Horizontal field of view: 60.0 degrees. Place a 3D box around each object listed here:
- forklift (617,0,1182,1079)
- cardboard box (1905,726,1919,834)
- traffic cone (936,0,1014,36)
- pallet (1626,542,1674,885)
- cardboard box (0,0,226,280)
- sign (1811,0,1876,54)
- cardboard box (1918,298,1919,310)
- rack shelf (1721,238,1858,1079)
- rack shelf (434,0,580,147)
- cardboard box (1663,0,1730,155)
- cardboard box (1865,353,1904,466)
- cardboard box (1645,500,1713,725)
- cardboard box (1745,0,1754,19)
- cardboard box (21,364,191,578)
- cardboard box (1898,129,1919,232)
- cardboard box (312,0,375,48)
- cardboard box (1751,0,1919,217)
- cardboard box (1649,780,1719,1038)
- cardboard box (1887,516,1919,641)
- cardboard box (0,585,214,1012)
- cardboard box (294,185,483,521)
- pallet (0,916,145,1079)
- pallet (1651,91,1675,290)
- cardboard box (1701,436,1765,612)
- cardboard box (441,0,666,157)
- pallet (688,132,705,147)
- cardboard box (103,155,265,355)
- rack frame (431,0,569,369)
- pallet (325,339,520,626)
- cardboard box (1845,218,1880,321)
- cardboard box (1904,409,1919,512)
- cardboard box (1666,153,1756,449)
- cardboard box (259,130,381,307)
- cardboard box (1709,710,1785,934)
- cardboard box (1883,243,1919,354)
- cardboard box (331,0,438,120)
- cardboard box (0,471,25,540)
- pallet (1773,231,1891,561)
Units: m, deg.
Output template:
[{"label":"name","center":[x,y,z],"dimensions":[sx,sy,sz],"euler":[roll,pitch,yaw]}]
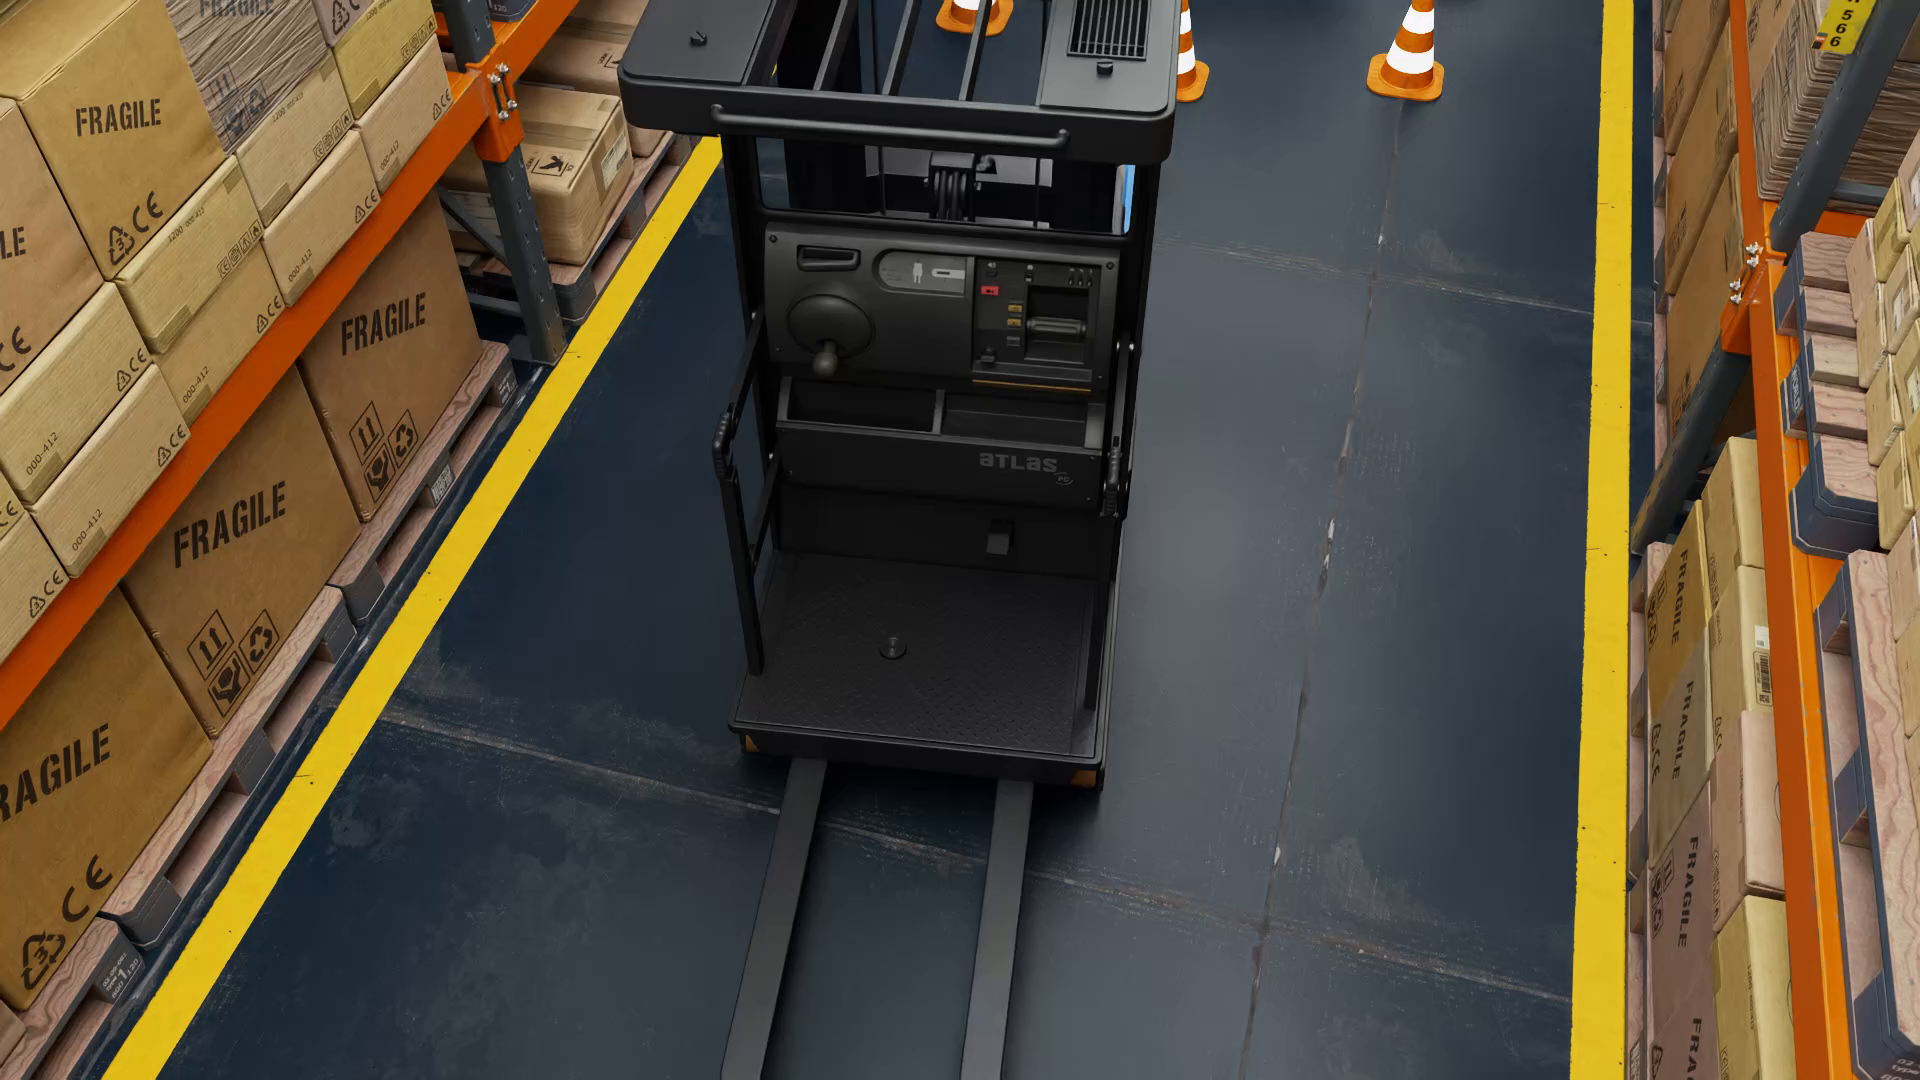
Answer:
[{"label":"forklift","center":[-0.079,-0.501,4.237],"dimensions":[1.130,2.935,3.031],"euler":[5,49,5]},{"label":"cardboard box","center":[2.067,0.490,3.204],"dimensions":[0.380,0.149,0.250],"euler":[10,49,9]},{"label":"traffic cone","center":[0.071,-2.670,7.797],"dimensions":[0.336,0.463,0.334],"euler":[12,50,10]},{"label":"pallet","center":[2.589,0.602,5.077],"dimensions":[1.003,0.211,1.213],"euler":[12,50,10]},{"label":"cardboard box","center":[-2.154,-0.997,3.895],"dimensions":[0.500,0.500,0.500],"euler":[12,50,10]},{"label":"sign","center":[2.260,-1.375,4.191],"dimensions":[0.100,0.325,0.005],"euler":[12,50,10]},{"label":"cardboard box","center":[2.350,-0.470,3.655],"dimensions":[0.380,0.149,0.250],"euler":[11,50,10]},{"label":"rack shelf","center":[2.269,0.799,3.524],"dimensions":[1.077,0.370,4.000],"euler":[12,50,10]},{"label":"rack shelf","center":[-1.480,-2.998,6.875],"dimensions":[1.077,0.370,4.000],"euler":[12,50,10]},{"label":"cardboard box","center":[3.515,-2.009,6.743],"dimensions":[1.050,0.750,0.750],"euler":[12,50,10]},{"label":"cardboard box","center":[2.342,-0.268,3.873],"dimensions":[0.380,0.149,0.250],"euler":[14,50,12]},{"label":"cardboard box","center":[2.364,0.264,4.903],"dimensions":[0.500,0.500,0.500],"euler":[10,49,8]},{"label":"cardboard box","center":[2.920,-2.019,5.465],"dimensions":[0.500,0.500,0.500],"euler":[11,49,9]},{"label":"cardboard box","center":[-2.263,-0.214,4.038],"dimensions":[0.500,0.250,0.500],"euler":[11,49,9]},{"label":"cardboard box","center":[2.486,-0.839,3.980],"dimensions":[0.380,0.149,0.250],"euler":[12,50,10]},{"label":"cardboard box","center":[-1.890,-1.727,4.540],"dimensions":[0.500,0.500,0.500],"euler":[10,49,9]},{"label":"cardboard box","center":[2.655,-1.297,4.827],"dimensions":[0.500,0.500,0.500],"euler":[12,50,10]},{"label":"cardboard box","center":[2.104,1.001,4.253],"dimensions":[0.500,0.500,0.500],"euler":[10,49,9]},{"label":"cardboard box","center":[2.205,0.121,3.530],"dimensions":[0.380,0.149,0.250],"euler":[13,50,11]},{"label":"cardboard box","center":[-2.743,0.549,4.402],"dimensions":[0.875,0.875,0.875],"euler":[13,50,11]},{"label":"cardboard box","center":[-2.268,-0.742,5.541],"dimensions":[0.875,0.875,0.875],"euler":[11,50,10]},{"label":"pallet","center":[-2.929,1.454,4.326],"dimensions":[1.003,0.211,1.213],"euler":[12,50,10]},{"label":"pallet","center":[3.399,-1.398,6.843],"dimensions":[1.003,0.211,1.213],"euler":[12,50,10]},{"label":"cardboard box","center":[2.381,0.006,4.631],"dimensions":[0.500,0.250,0.500],"euler":[10,49,8]},{"label":"cardboard box","center":[-1.661,-2.000,6.987],"dimensions":[0.950,0.372,0.625],"euler":[11,49,9]},{"label":"pallet","center":[-1.476,-2.311,7.649],"dimensions":[1.003,0.211,1.213],"euler":[12,50,10]},{"label":"cardboard box","center":[-2.135,-0.758,4.185],"dimensions":[0.500,0.250,0.500],"euler":[10,49,9]},{"label":"rack frame","center":[-2.006,-1.789,5.328],"dimensions":[1.000,3.000,0.127],"euler":[12,50,10]},{"label":"pallet","center":[-2.286,-0.311,5.884],"dimensions":[1.003,0.211,1.213],"euler":[12,50,10]},{"label":"cardboard box","center":[2.483,-0.657,4.217],"dimensions":[0.380,0.149,0.250],"euler":[11,49,10]},{"label":"cardboard box","center":[2.272,-0.157,3.577],"dimensions":[0.380,0.149,0.250],"euler":[12,50,10]},{"label":"cardboard box","center":[3.043,-0.702,5.590],"dimensions":[1.050,0.750,0.750],"euler":[11,49,10]},{"label":"cardboard box","center":[-2.008,-0.950,4.687],"dimensions":[0.500,0.250,0.500],"euler":[12,50,11]},{"label":"cardboard box","center":[2.105,0.728,3.994],"dimensions":[0.500,0.250,0.500],"euler":[12,50,10]},{"label":"cardboard box","center":[2.406,-0.533,3.909],"dimensions":[0.380,0.149,0.250],"euler":[14,50,12]},{"label":"cardboard box","center":[-1.889,-1.504,4.844],"dimensions":[0.500,0.250,0.500],"euler":[11,50,10]},{"label":"cardboard box","center":[-2.403,-0.016,3.530],"dimensions":[0.500,0.250,0.500],"euler":[12,50,11]},{"label":"pallet","center":[2.711,-0.285,4.129],"dimensions":[1.213,0.211,1.003],"euler":[12,50,10]}]
